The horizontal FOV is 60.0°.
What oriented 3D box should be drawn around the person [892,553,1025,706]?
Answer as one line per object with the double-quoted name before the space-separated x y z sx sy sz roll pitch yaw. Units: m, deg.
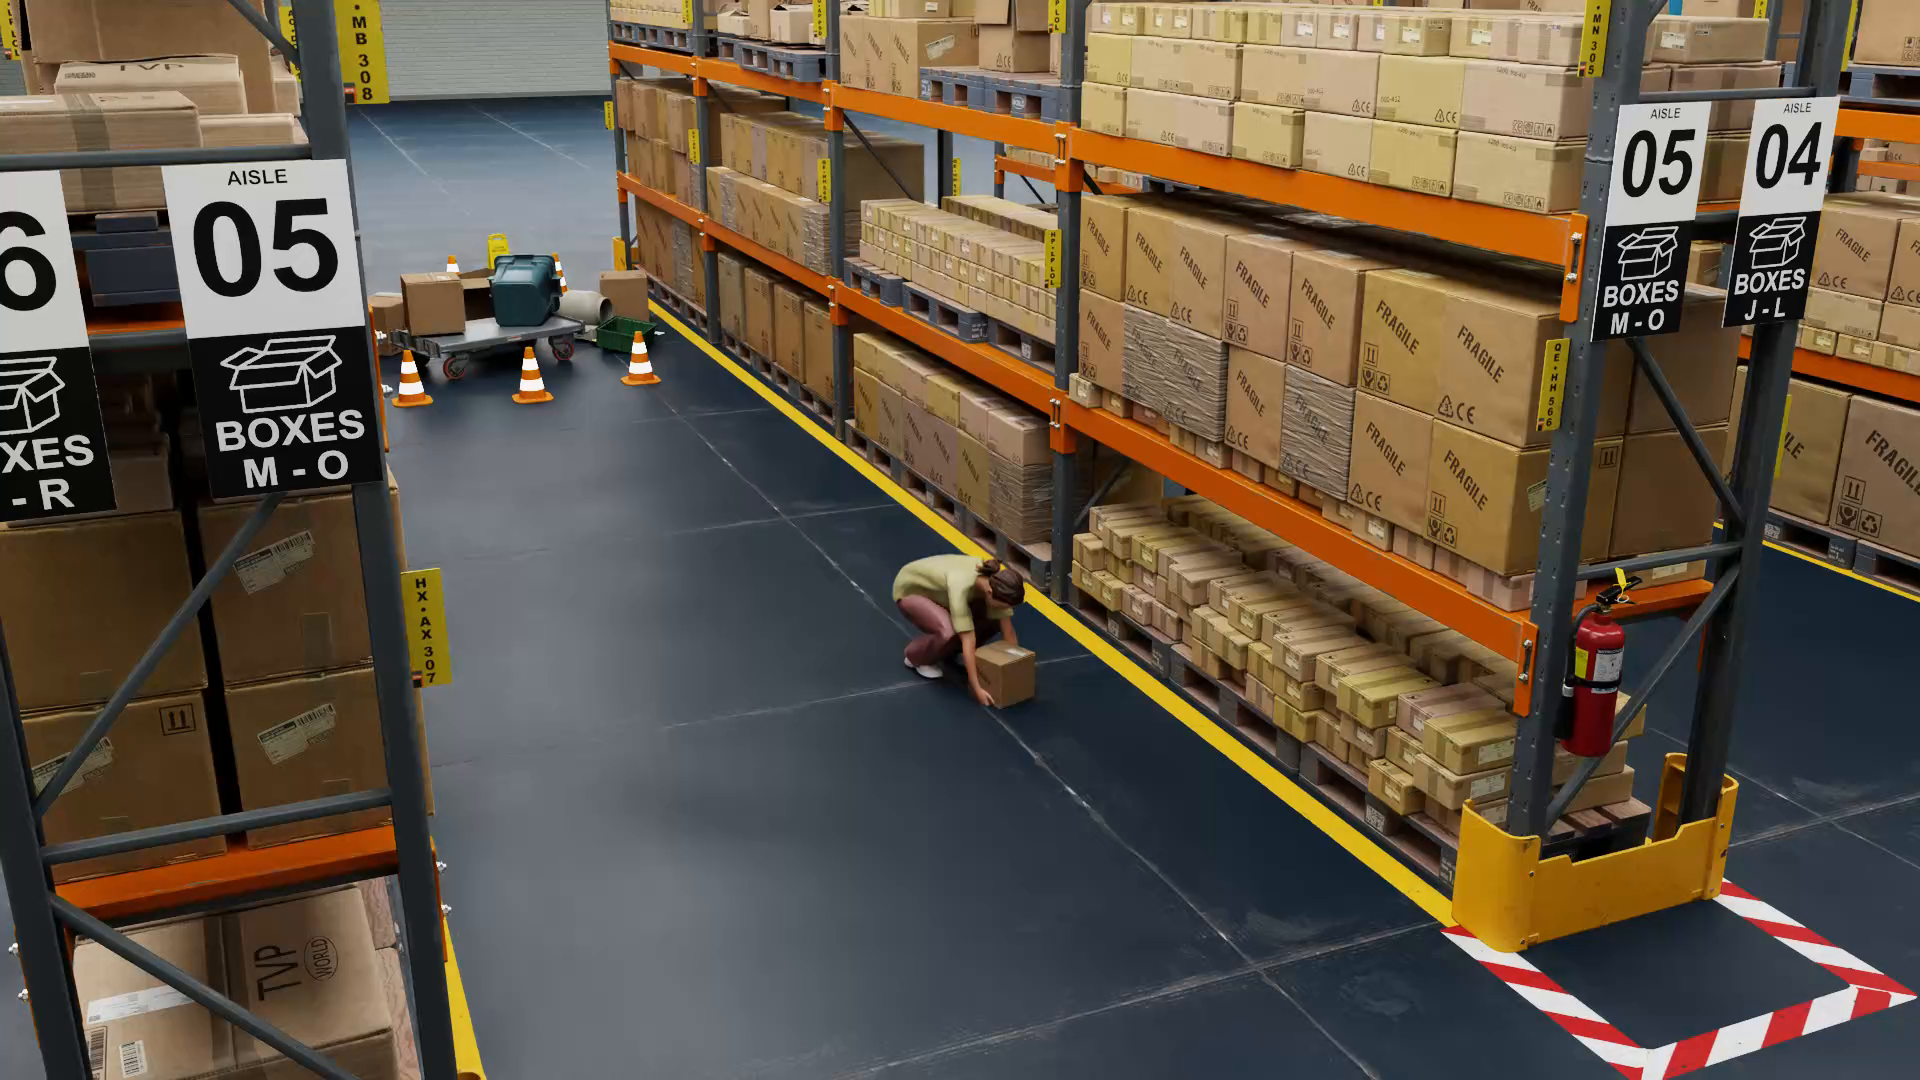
"person" 0.017 0.421 8.907 0.467 0.760 0.864 -17 25 -40
